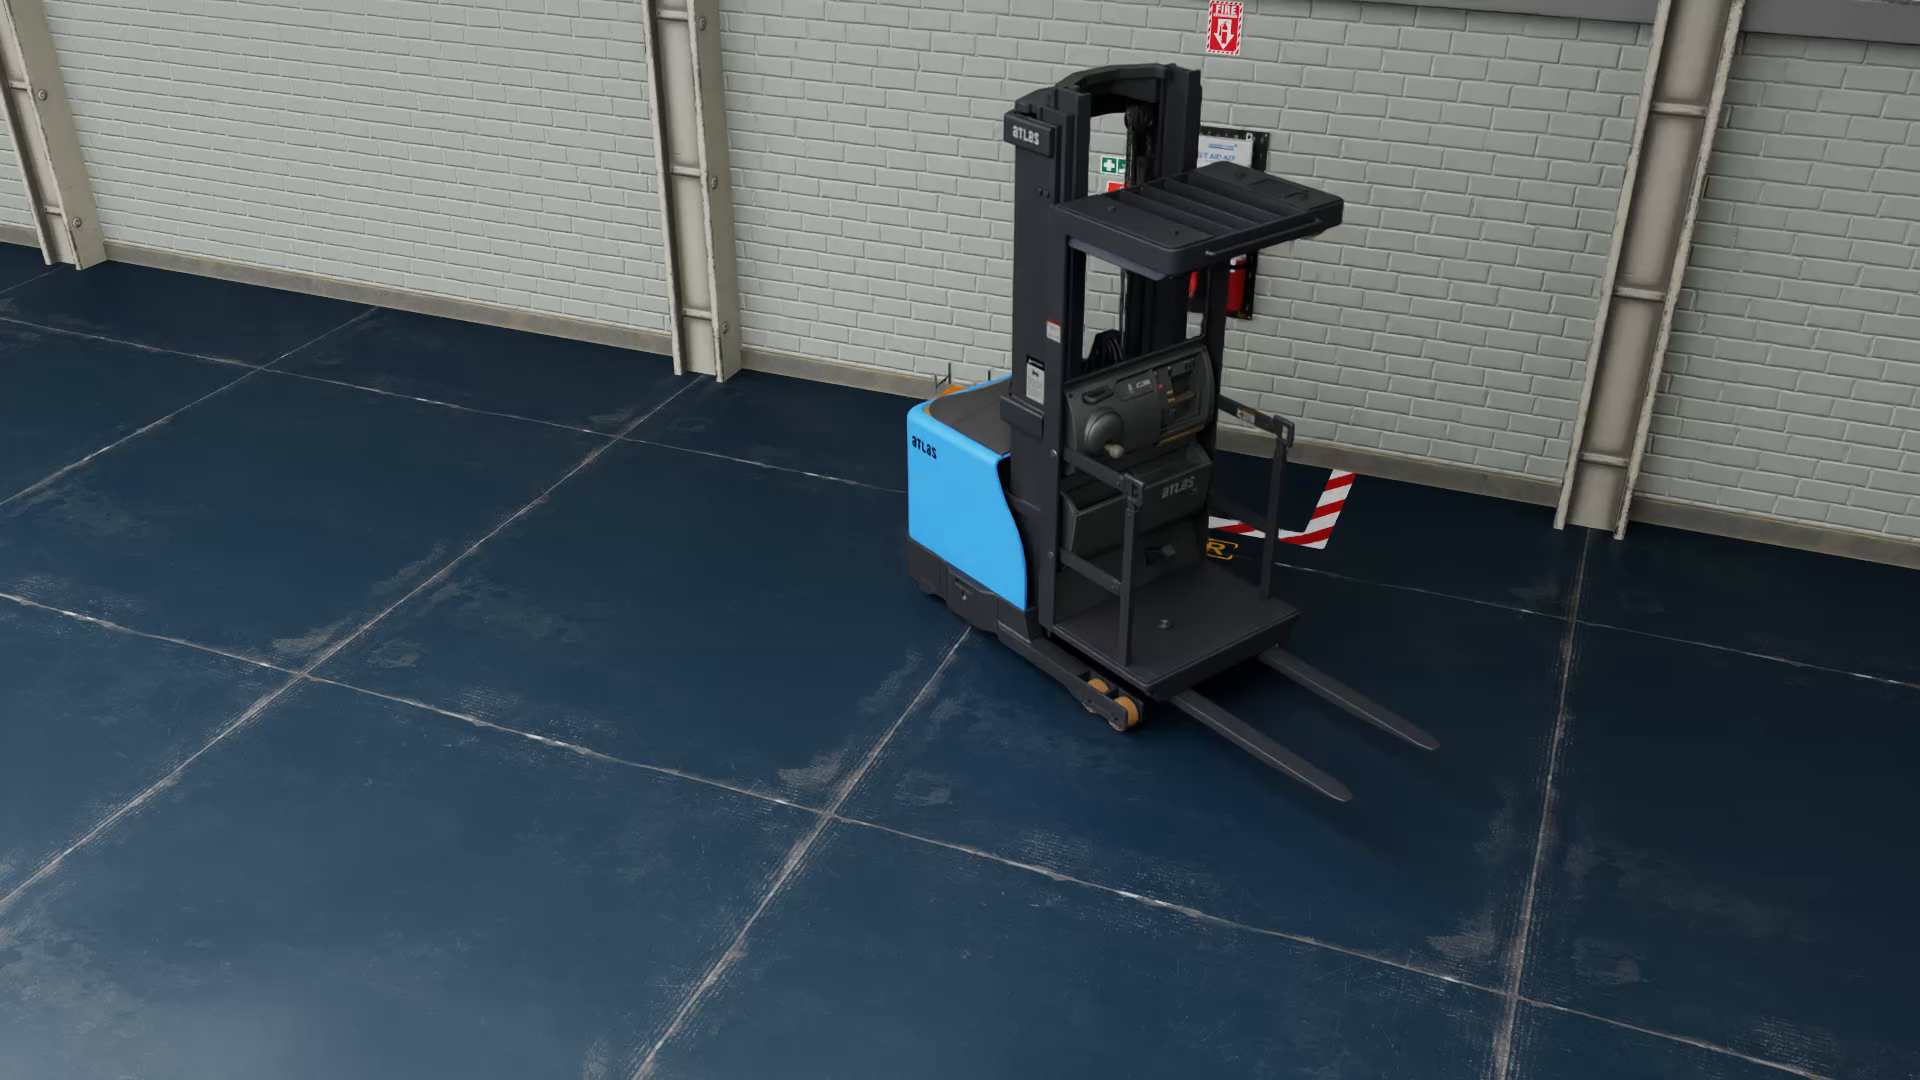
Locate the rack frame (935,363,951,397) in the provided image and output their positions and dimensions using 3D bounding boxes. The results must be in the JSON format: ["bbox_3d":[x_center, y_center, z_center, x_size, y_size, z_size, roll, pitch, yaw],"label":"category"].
[{"bbox_3d":[-0.096,-0.500,9.568,0.008,1.050,0.200,13,32,22],"label":"rack frame"}]

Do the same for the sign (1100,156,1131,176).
[{"bbox_3d":[1.017,-2.277,10.155,0.331,0.109,0.001,11,31,19],"label":"sign"}]

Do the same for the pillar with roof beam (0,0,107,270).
[{"bbox_3d":[-8.973,-4.281,8.178,0.400,9.000,9.100,11,31,19],"label":"pillar with roof beam"}]

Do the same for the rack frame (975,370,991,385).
[{"bbox_3d":[0.126,-0.450,9.479,0.008,1.050,0.200,13,32,22],"label":"rack frame"}]

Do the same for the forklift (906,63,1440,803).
[{"bbox_3d":[1.008,-0.623,7.873,1.130,2.935,3.031,-21,36,-33],"label":"forklift"}]

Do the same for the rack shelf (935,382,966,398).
[{"bbox_3d":[0.015,-0.713,9.389,0.240,0.259,0.215,13,32,22],"label":"rack shelf"}]

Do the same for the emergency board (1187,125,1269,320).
[{"bbox_3d":[1.490,-1.886,10.039,0.643,1.169,0.194,11,31,19],"label":"emergency board"}]

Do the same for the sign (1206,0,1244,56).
[{"bbox_3d":[1.520,-2.942,9.551,0.199,0.298,0.001,11,31,19],"label":"sign"}]

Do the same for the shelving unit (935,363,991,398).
[{"bbox_3d":[0.015,-0.475,9.524,0.252,1.050,0.215,13,32,22],"label":"shelving unit"}]

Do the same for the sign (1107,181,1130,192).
[{"bbox_3d":[1.016,-2.051,10.294,0.234,0.329,0.001,11,31,19],"label":"sign"}]

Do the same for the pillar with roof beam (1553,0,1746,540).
[{"bbox_3d":[2.147,-2.060,4.250,0.400,9.000,9.100,11,31,19],"label":"pillar with roof beam"}]

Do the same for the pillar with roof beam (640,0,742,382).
[{"bbox_3d":[-3.413,-3.170,6.214,0.400,9.000,9.100,11,31,19],"label":"pillar with roof beam"}]
